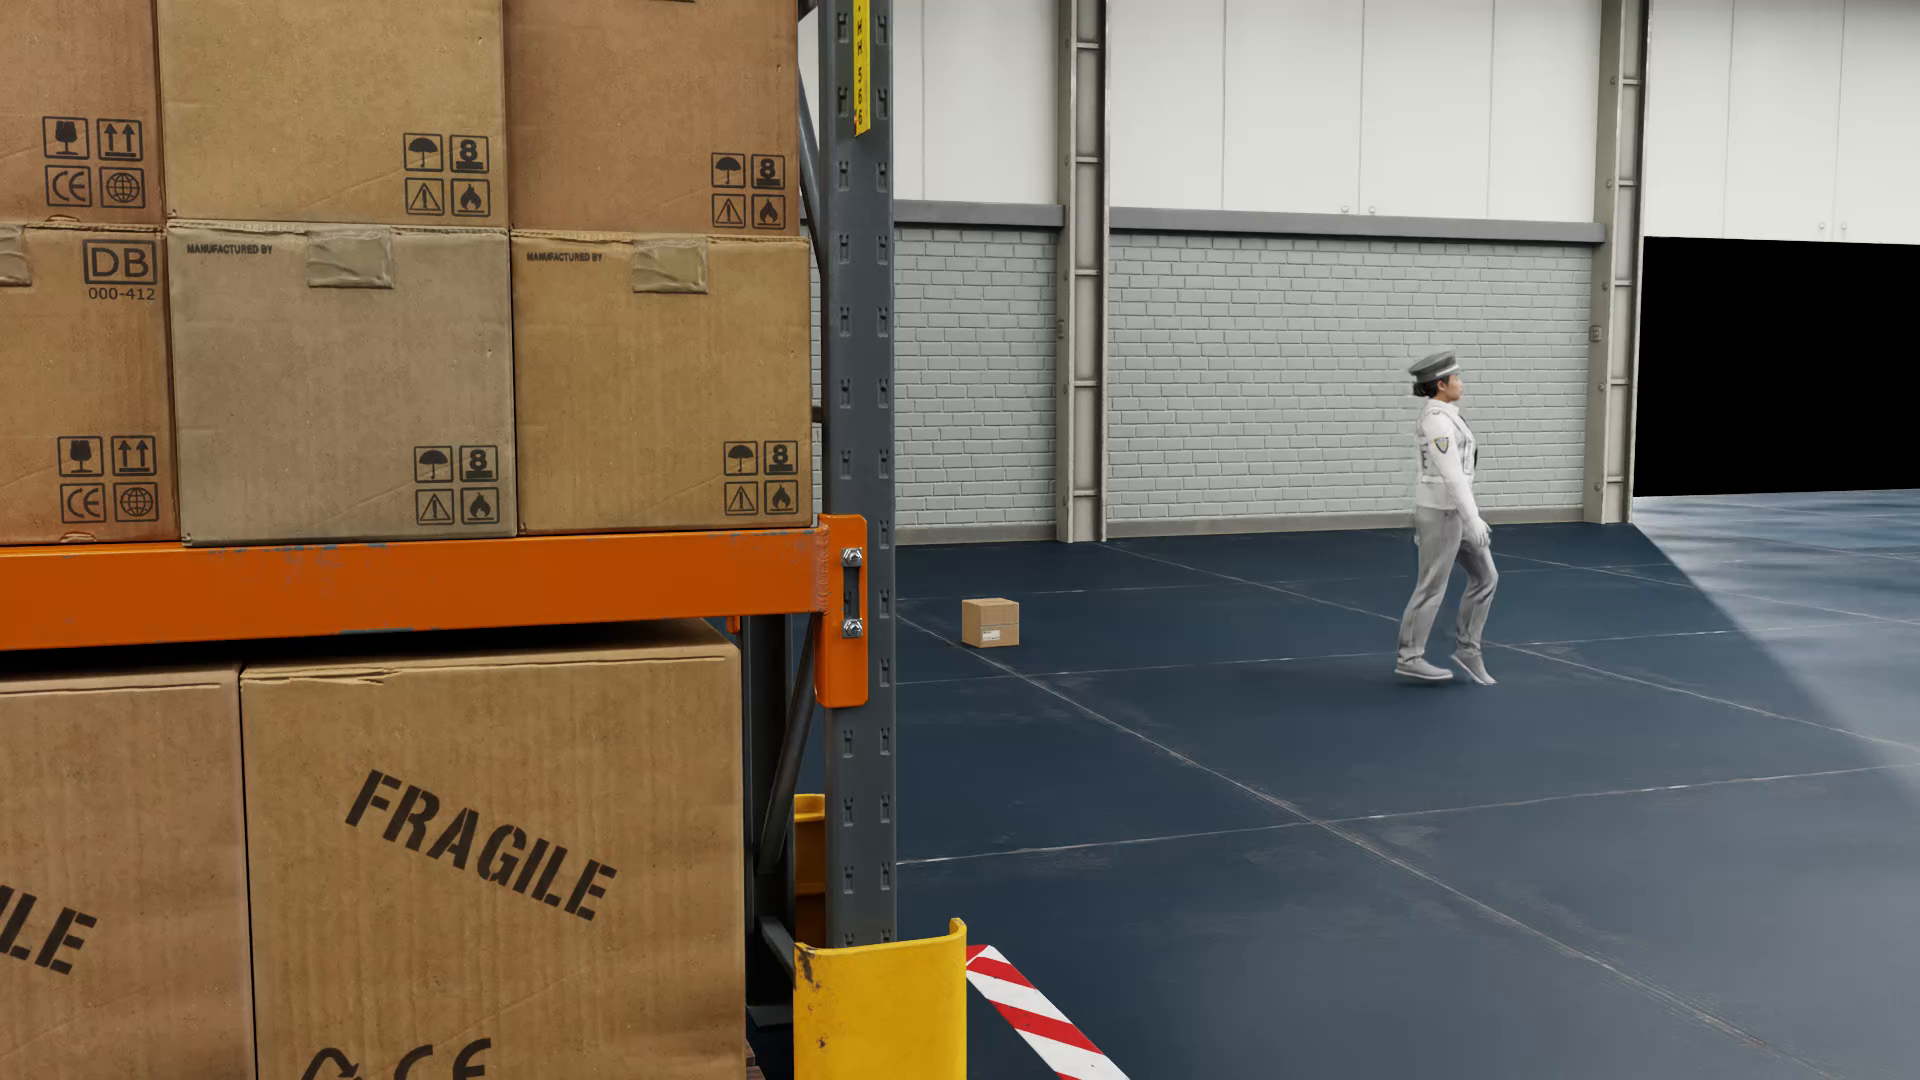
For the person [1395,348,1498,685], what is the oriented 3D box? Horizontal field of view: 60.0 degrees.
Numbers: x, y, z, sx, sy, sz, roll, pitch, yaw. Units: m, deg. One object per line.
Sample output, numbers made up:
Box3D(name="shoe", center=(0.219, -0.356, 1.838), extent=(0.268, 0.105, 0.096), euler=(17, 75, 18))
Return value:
Box3D(name="person", center=(2.479, -0.089, 8.401), extent=(0.504, 1.748, 0.486), euler=(2, 6, 19))
